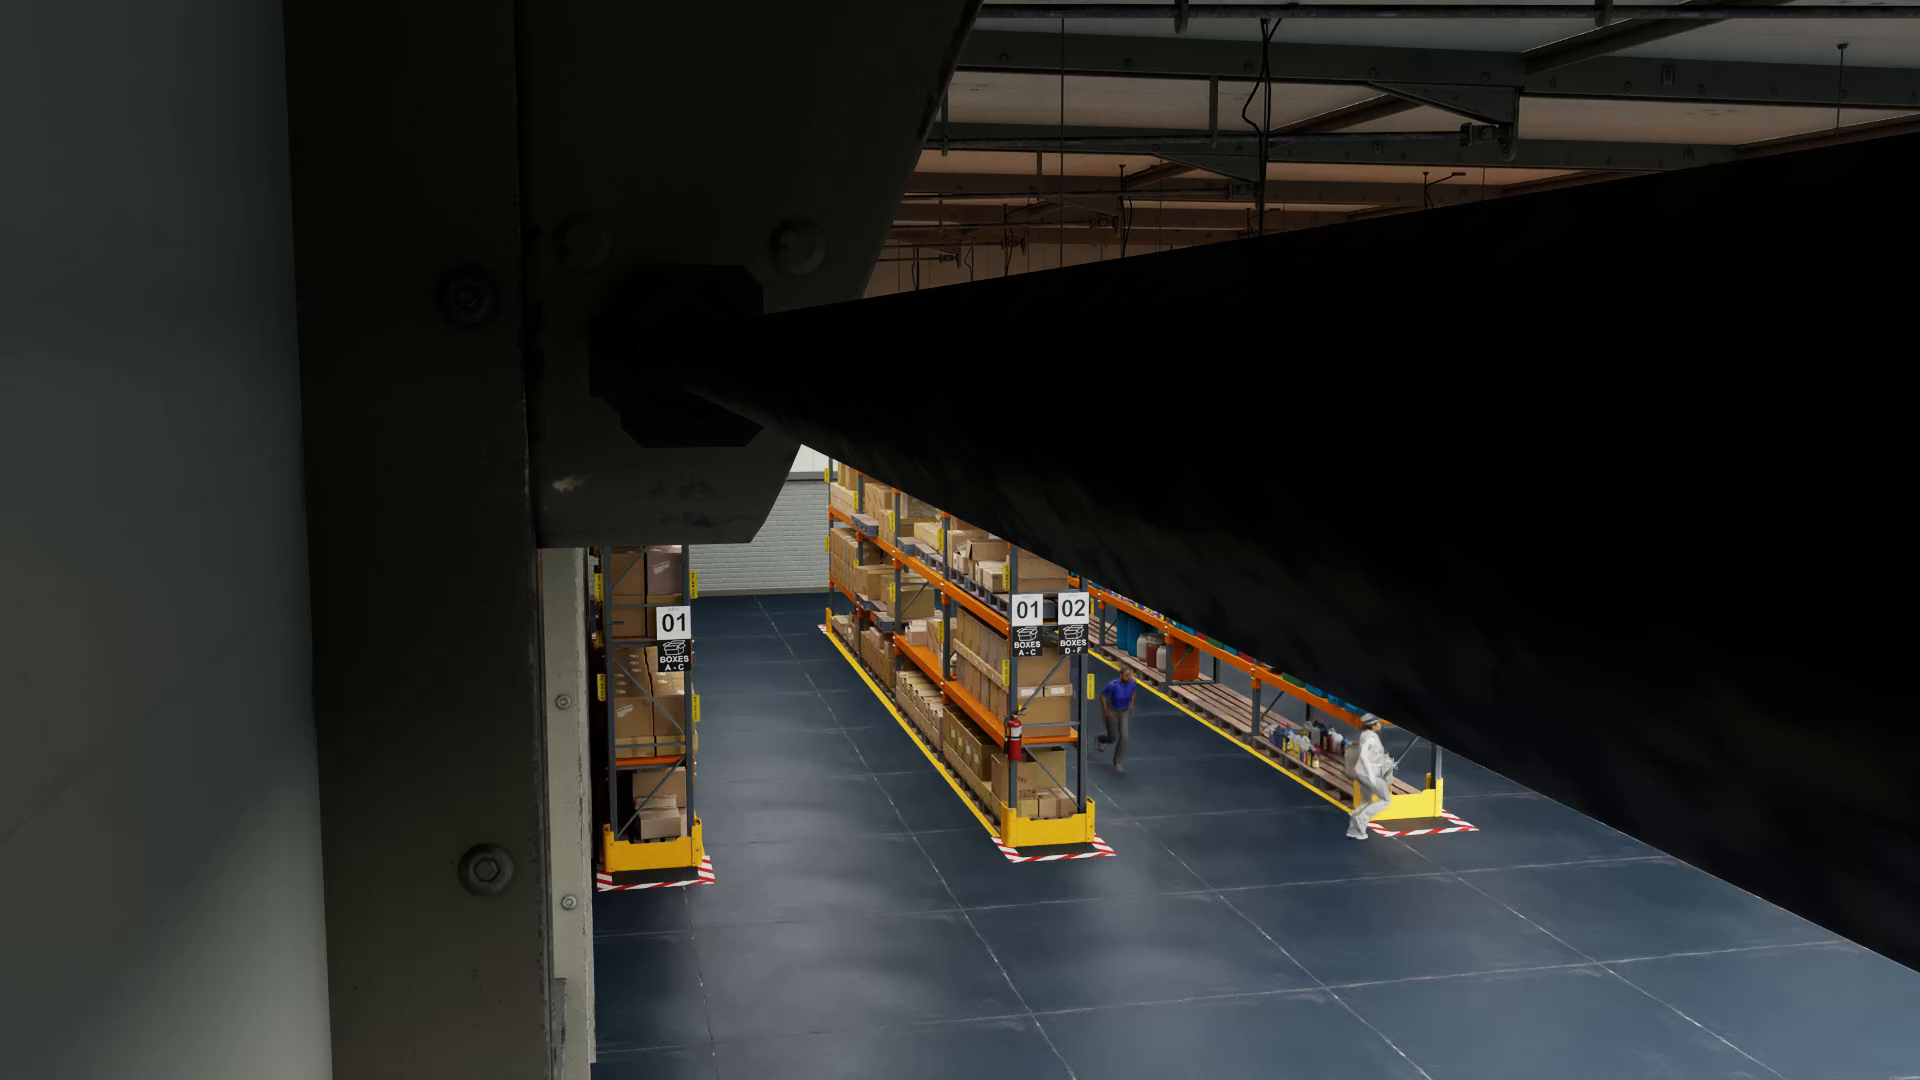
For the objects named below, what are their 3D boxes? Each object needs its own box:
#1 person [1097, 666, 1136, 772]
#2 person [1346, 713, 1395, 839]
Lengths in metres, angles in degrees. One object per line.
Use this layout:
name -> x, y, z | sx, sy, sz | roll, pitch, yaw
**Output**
person -> 2.320, 2.632, 24.881 | 0.575, 1.595, 0.846 | -4, 8, -28
person -> 5.264, 2.998, 21.212 | 0.637, 1.649, 0.598 | 0, 7, -4
